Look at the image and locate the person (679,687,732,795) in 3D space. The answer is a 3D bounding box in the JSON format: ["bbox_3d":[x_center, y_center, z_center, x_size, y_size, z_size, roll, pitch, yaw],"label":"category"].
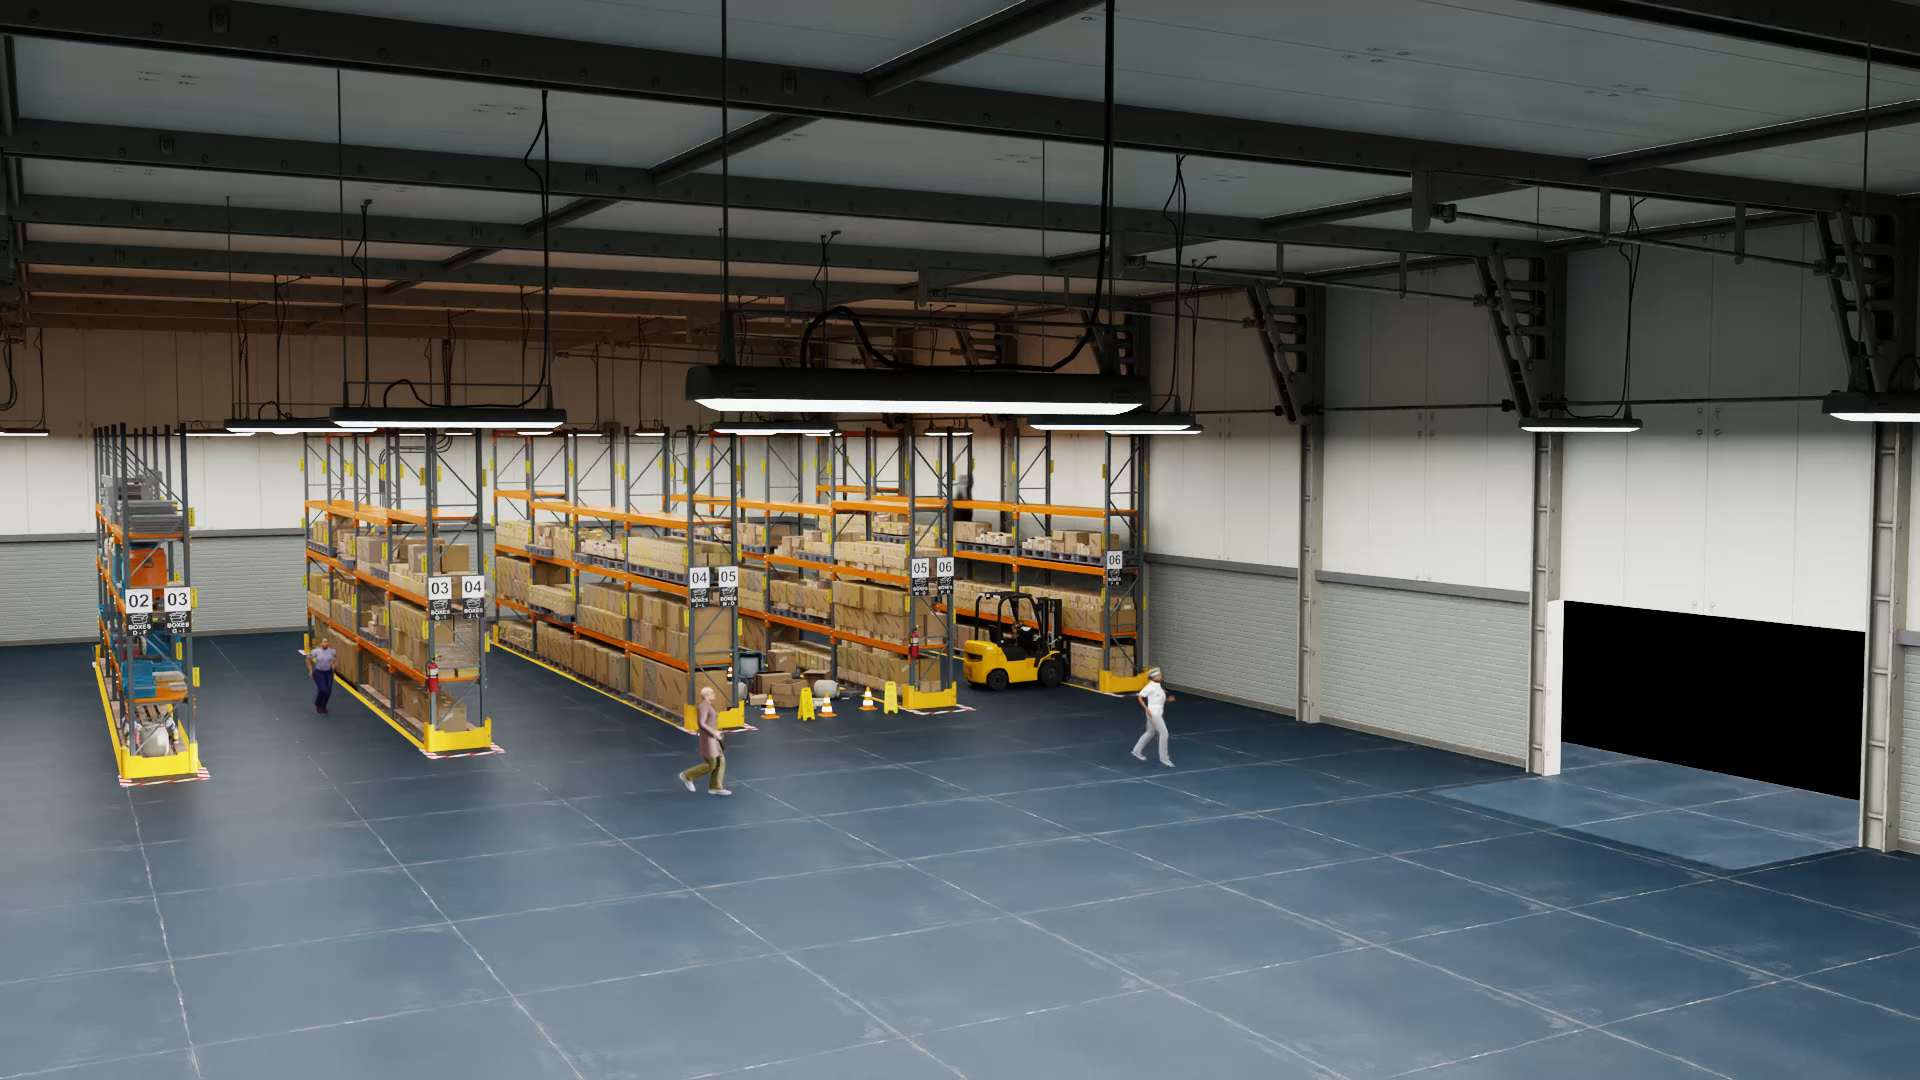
[{"bbox_3d":[-4.095,3.236,26.716,0.833,1.760,0.718,0,3,-2],"label":"person"}]

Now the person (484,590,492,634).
[{"bbox_3d":[-13.767,2.009,47.680,0.612,1.697,0.838,3,4,39],"label":"person"}]

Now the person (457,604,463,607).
[{"bbox_3d":[-14.158,2.123,46.023,0.802,1.719,0.684,-1,4,-14],"label":"person"}]

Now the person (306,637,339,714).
[{"bbox_3d":[-13.200,2.815,34.529,0.576,1.614,0.721,-3,5,-41],"label":"person"}]

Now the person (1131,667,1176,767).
[{"bbox_3d":[3.396,3.103,29.208,0.803,1.743,0.555,1,4,15],"label":"person"}]
